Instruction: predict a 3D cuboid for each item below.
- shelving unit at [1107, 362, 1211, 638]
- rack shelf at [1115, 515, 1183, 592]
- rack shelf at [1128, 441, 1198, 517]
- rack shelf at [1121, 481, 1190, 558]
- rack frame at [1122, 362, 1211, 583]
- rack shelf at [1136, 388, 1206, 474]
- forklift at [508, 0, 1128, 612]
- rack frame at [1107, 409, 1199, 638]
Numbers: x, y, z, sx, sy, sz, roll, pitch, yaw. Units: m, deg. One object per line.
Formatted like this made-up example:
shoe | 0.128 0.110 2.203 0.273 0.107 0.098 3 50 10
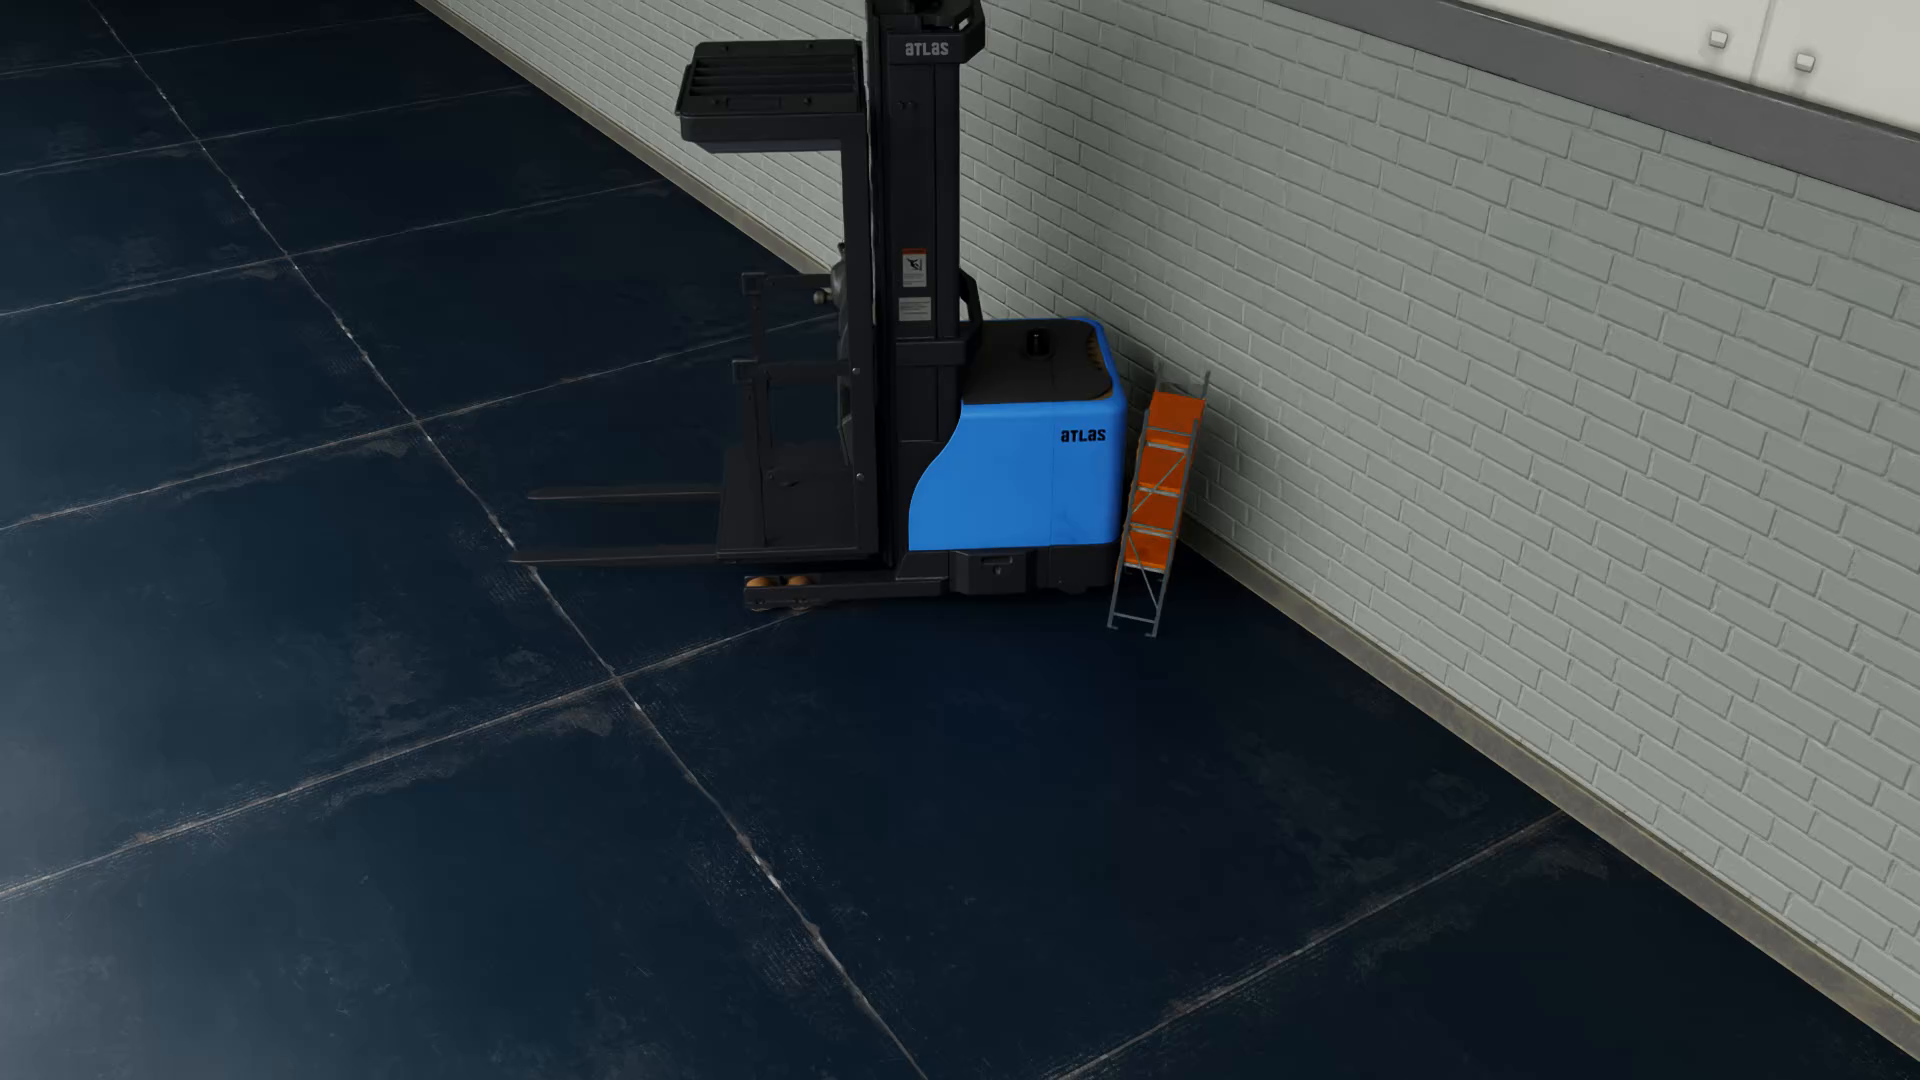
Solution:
shelving unit | 0.940 -0.183 7.895 0.258 1.200 0.503 12 34 8
rack shelf | 0.915 0.037 8.042 0.258 0.148 0.480 12 34 8
rack shelf | 0.954 -0.313 7.809 0.258 0.148 0.480 12 34 8
rack shelf | 0.934 -0.127 7.932 0.258 0.148 0.480 12 34 8
rack frame | 0.996 -0.310 8.096 0.240 1.200 0.015 12 34 8
rack shelf | 0.976 -0.509 7.679 0.258 0.148 0.480 12 34 8
forklift | -0.735 -1.179 7.872 3.031 2.935 1.130 -2 32 -3
rack frame | 0.884 -0.056 7.694 0.240 1.200 0.015 12 34 8
